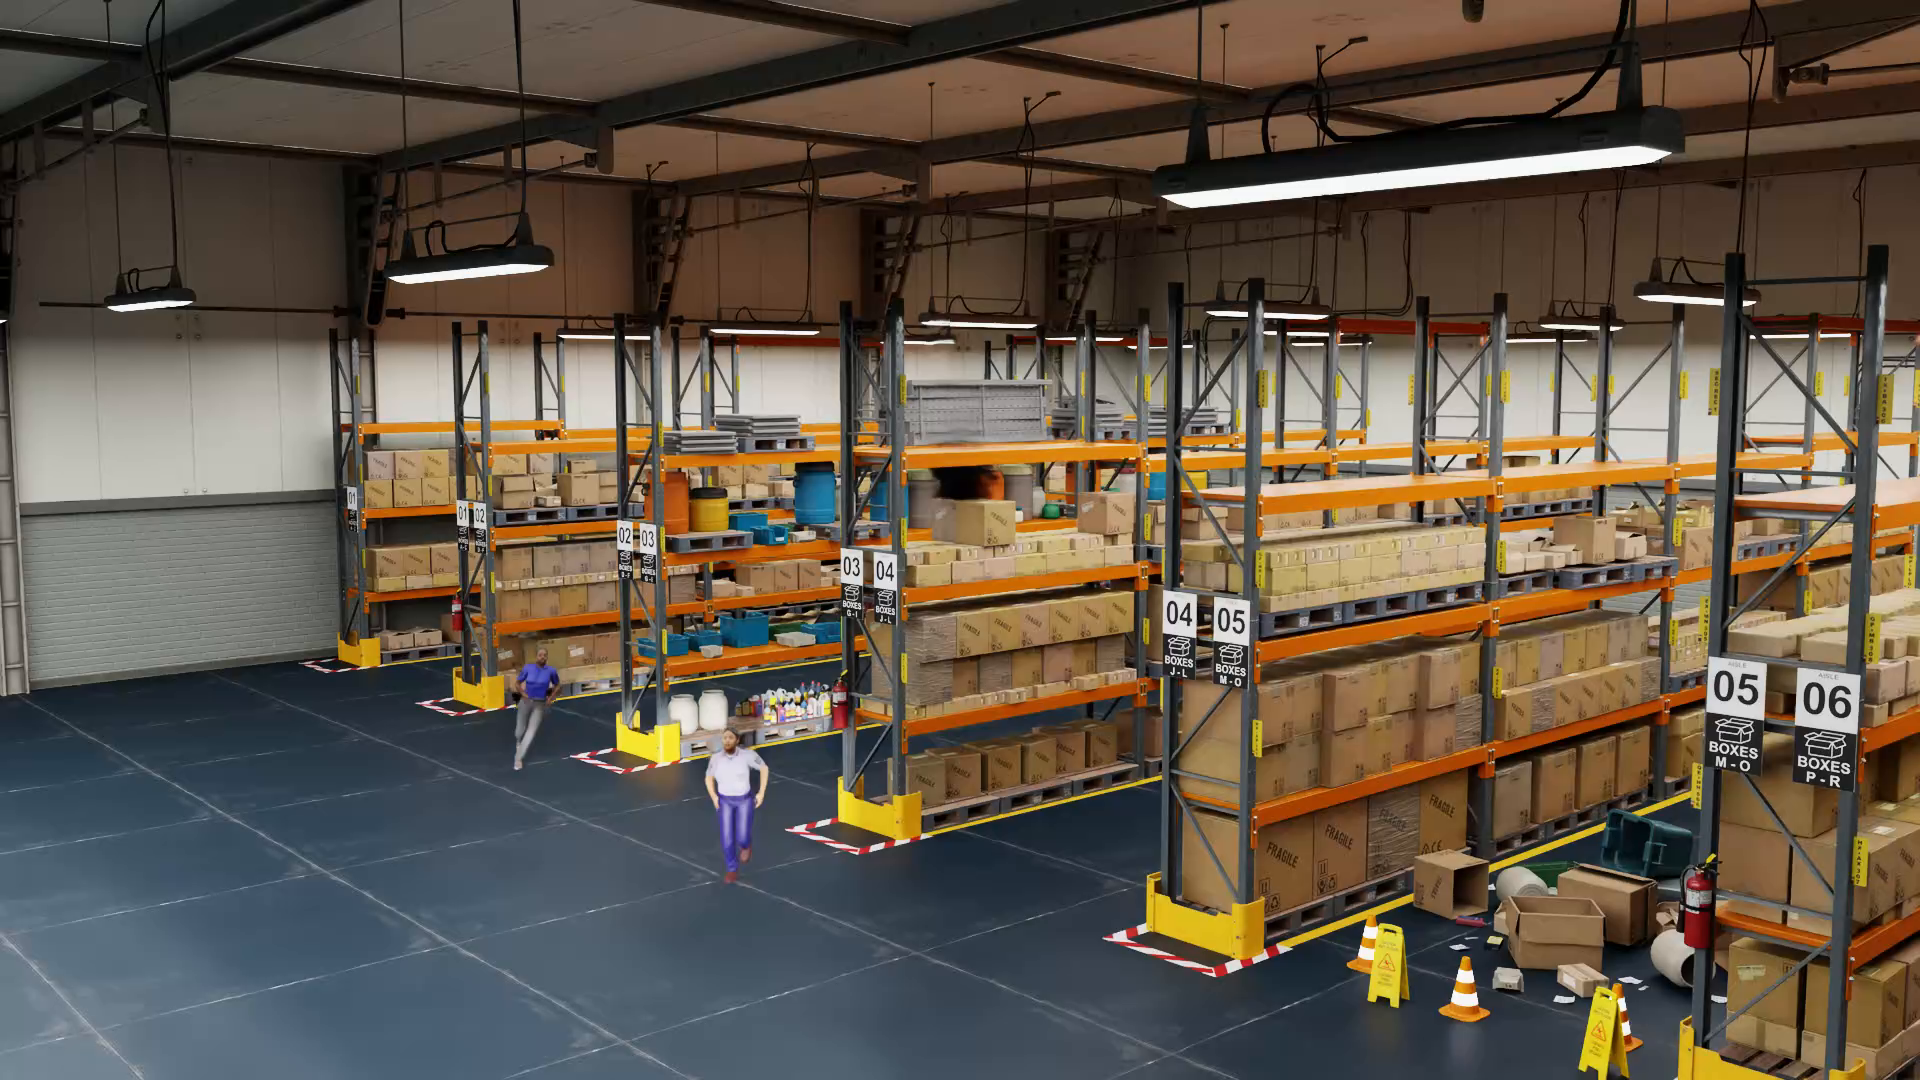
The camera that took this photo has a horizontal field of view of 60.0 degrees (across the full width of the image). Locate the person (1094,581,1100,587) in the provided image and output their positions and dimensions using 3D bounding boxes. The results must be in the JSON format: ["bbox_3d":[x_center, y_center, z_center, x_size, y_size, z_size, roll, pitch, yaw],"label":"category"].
[{"bbox_3d":[2.575,1.353,30.942,0.522,1.540,0.598,5,8,44],"label":"person"}]

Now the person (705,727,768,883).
[{"bbox_3d":[-2.292,2.704,16.986,0.632,1.612,0.597,0,6,4],"label":"person"}]

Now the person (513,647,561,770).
[{"bbox_3d":[-5.642,2.200,22.161,0.628,1.593,0.783,-1,6,-10],"label":"person"}]

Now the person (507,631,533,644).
[{"bbox_3d":[-7.628,1.415,29.083,0.653,1.837,0.830,4,7,38],"label":"person"}]
